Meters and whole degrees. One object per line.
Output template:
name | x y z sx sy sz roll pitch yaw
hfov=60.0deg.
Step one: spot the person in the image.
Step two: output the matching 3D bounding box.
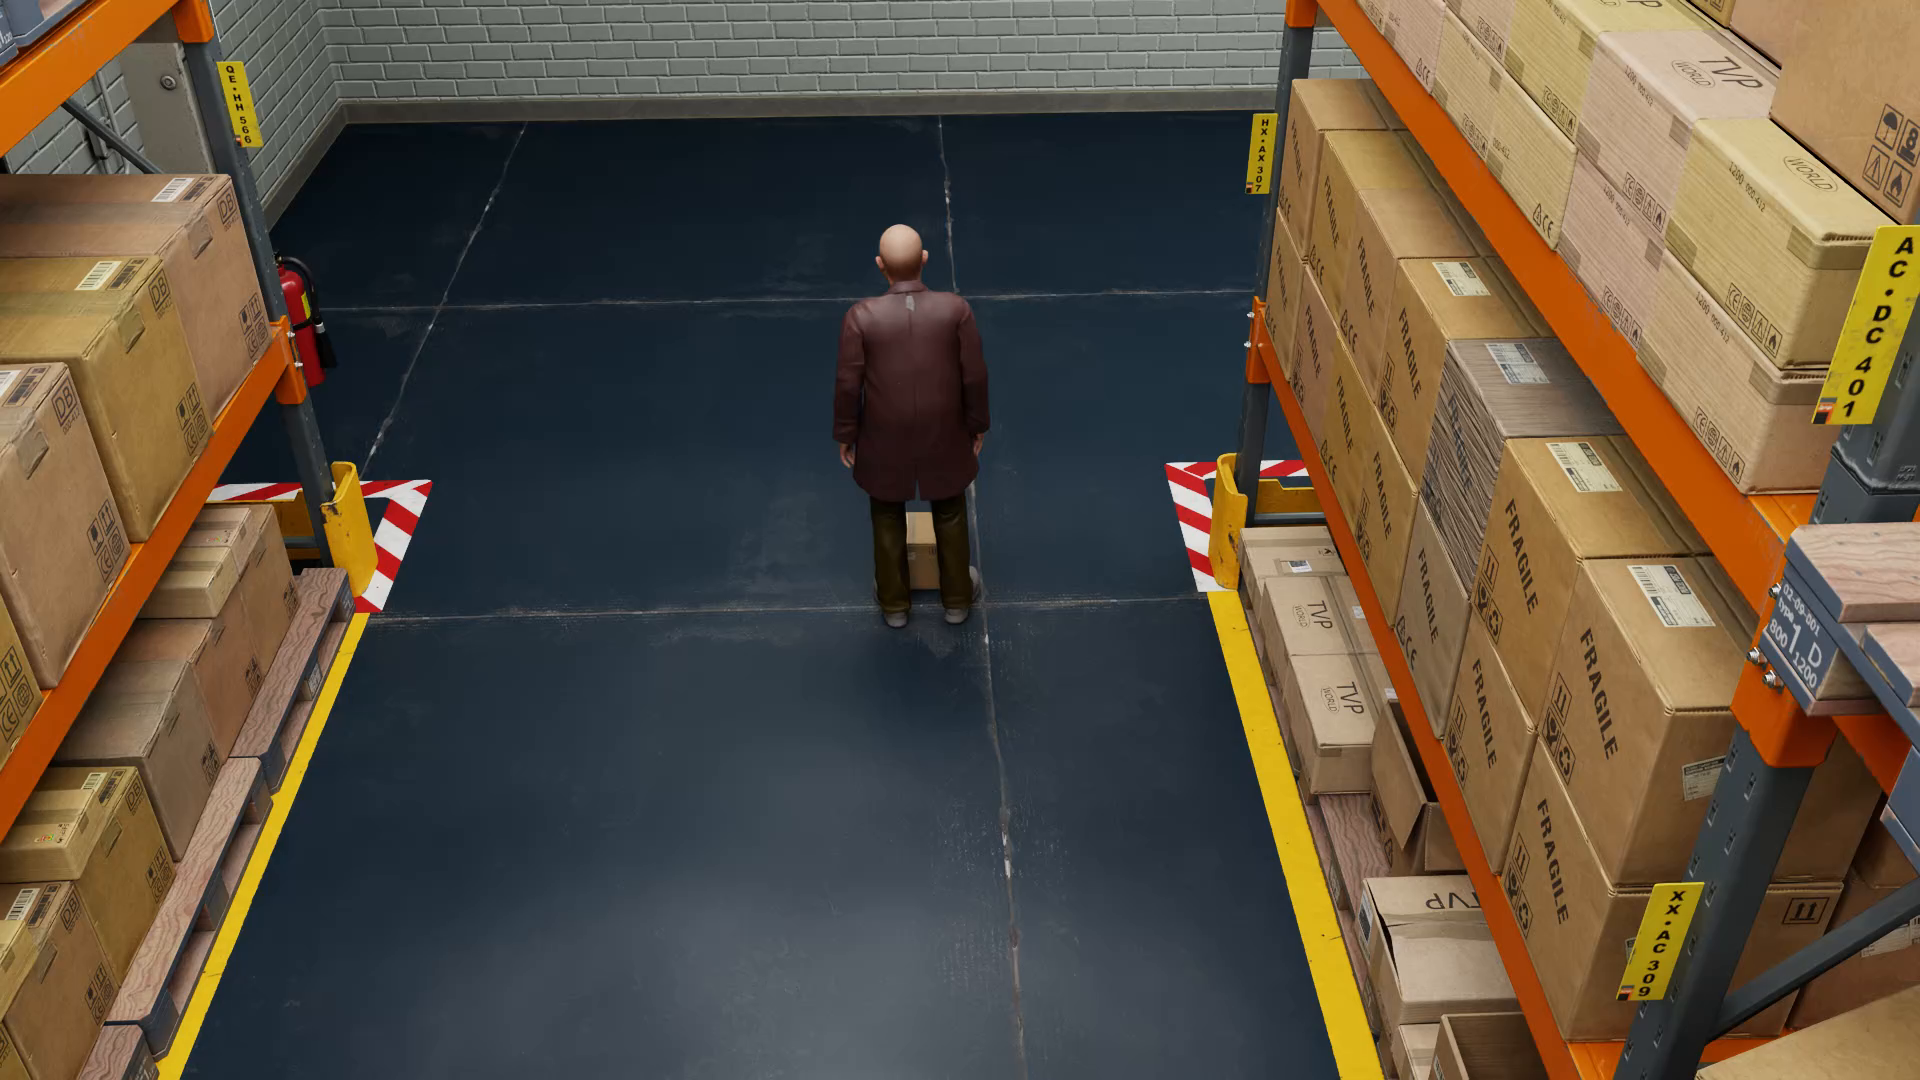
person | -0.197 -0.437 6.788 0.648 1.772 0.429 -4 35 -5
